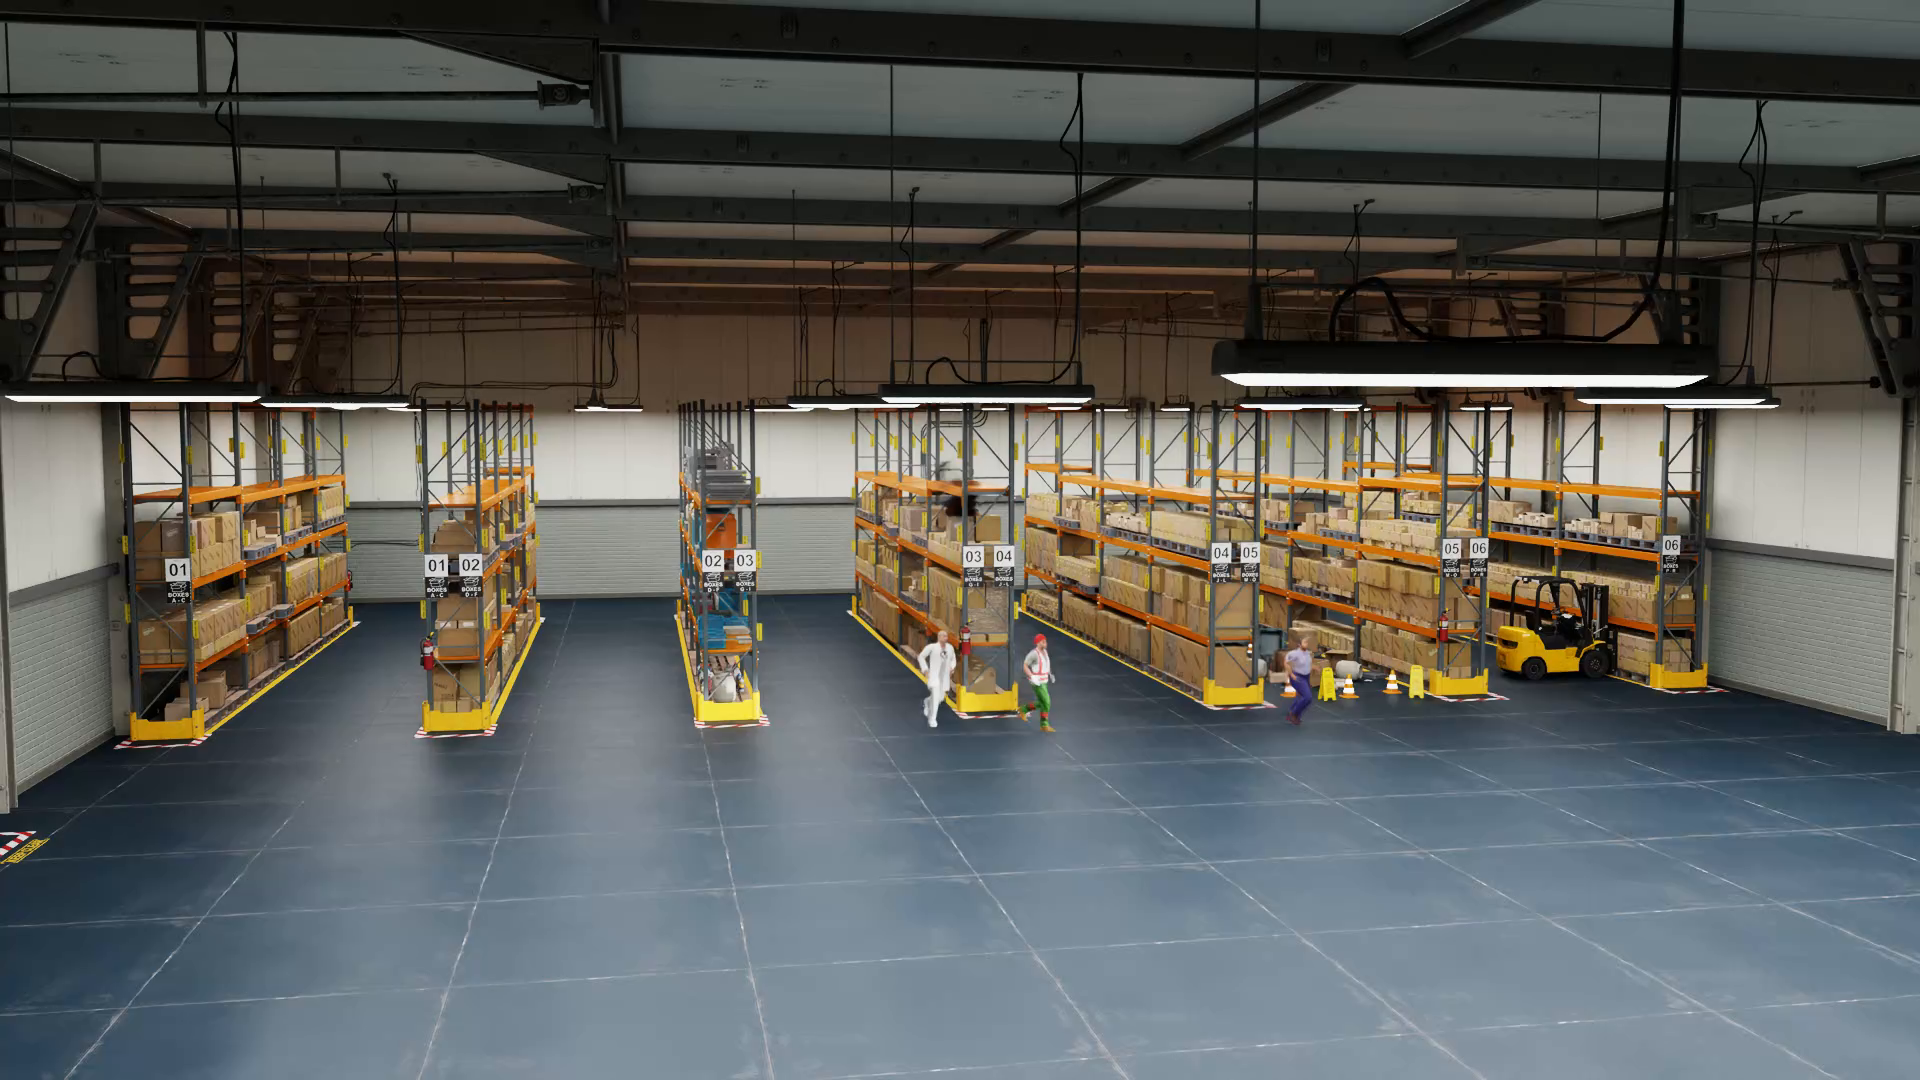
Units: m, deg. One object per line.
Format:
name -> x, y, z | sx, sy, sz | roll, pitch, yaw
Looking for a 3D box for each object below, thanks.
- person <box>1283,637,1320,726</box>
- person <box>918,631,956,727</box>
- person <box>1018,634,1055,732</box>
person -> 6.322, 2.604, 30.673 | 0.636, 1.644, 0.580 | 4, 6, 40
person -> -0.408, 2.544, 30.924 | 0.756, 1.729, 0.772 | -2, 5, -26
person -> 1.372, 2.576, 30.194 | 0.809, 1.760, 0.650 | 3, 5, 31
